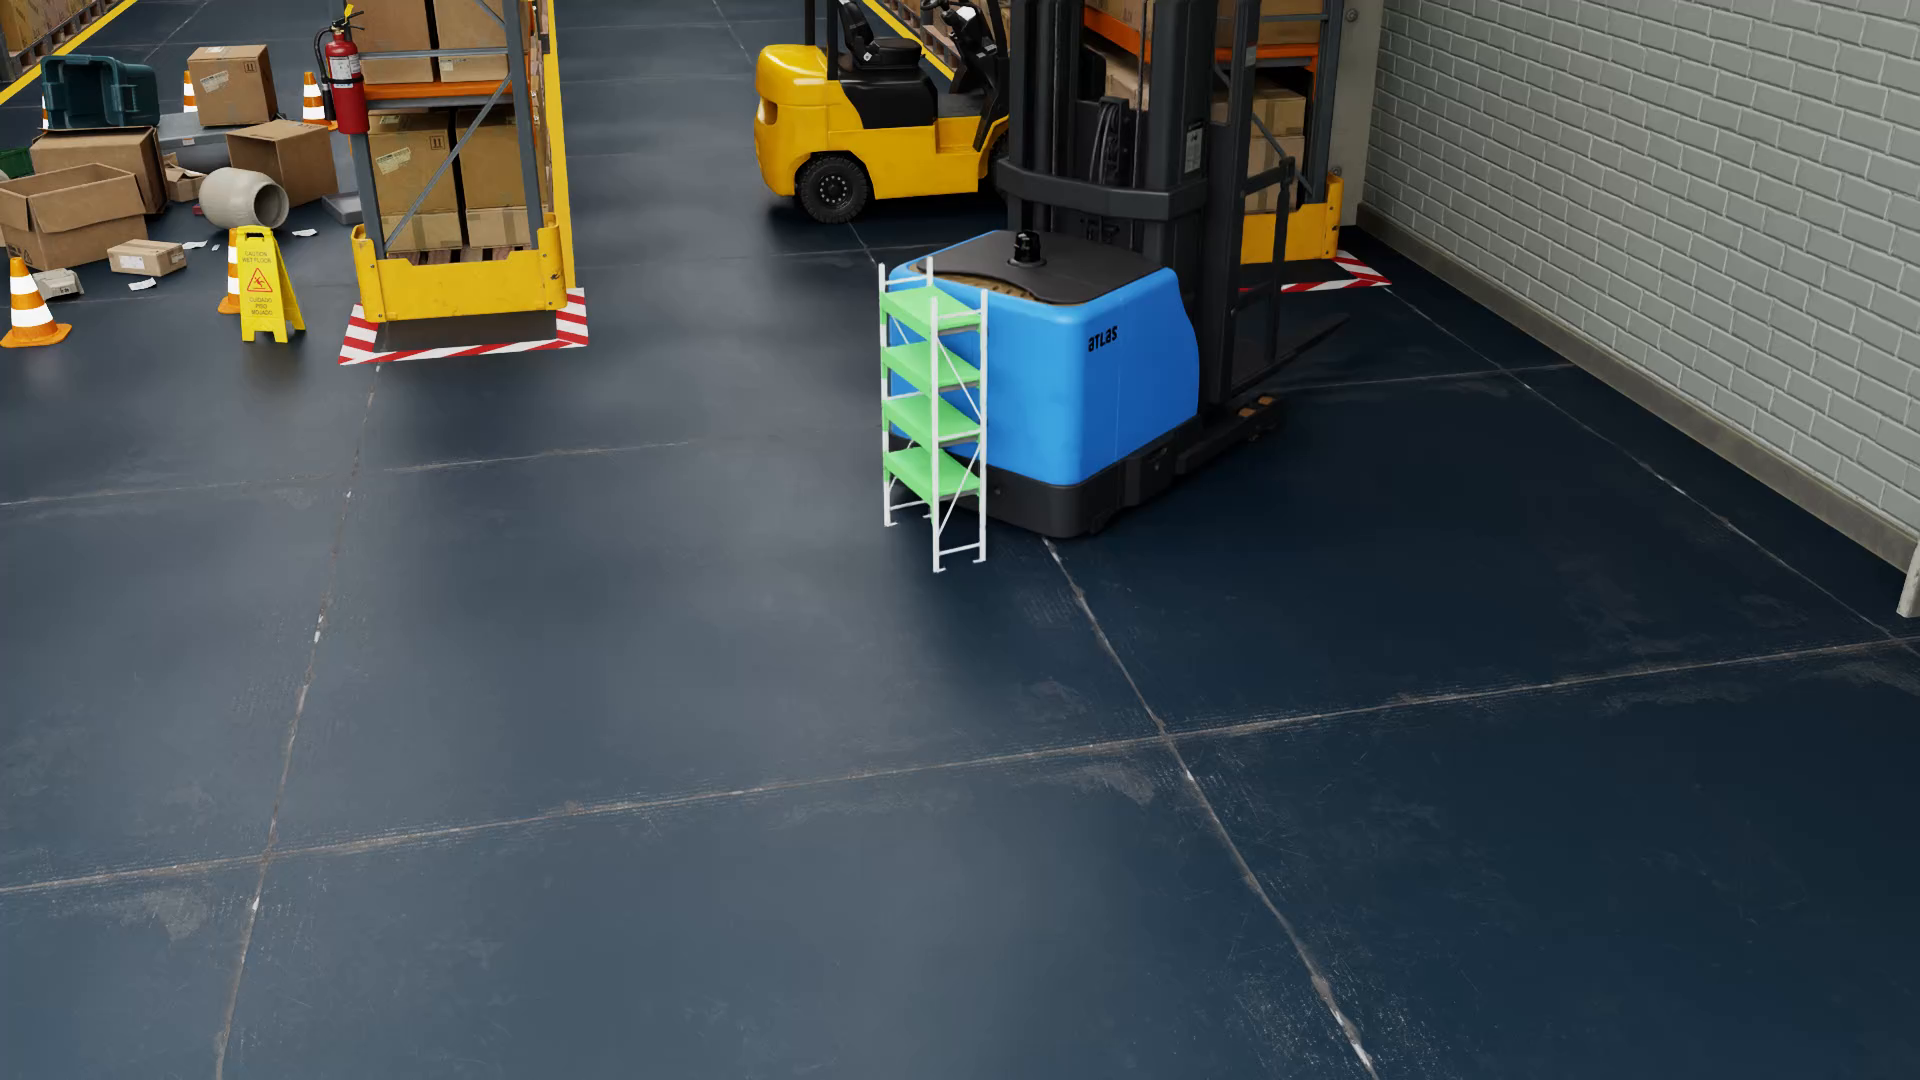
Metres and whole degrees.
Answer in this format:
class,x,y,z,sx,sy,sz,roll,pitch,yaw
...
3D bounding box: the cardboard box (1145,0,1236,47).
class,x,y,z,sx,sy,sz,roll,pitch,yaw
cardboard box,1.514,-3.454,10.652,0.500,0.500,0.500,-7,28,-13

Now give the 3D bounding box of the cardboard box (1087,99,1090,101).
class,x,y,z,sx,sy,sz,roll,pitch,yaw
cardboard box,1.228,-3.030,11.956,0.500,0.250,0.500,-7,28,-13

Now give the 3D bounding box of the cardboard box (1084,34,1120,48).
class,x,y,z,sx,sy,sz,roll,pitch,yaw
cardboard box,1.012,-3.695,12.717,0.500,0.250,0.500,-5,27,-10

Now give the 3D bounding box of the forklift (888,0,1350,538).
class,x,y,z,sx,sy,sz,roll,pitch,yaw
forklift,0.976,-1.916,7.793,1.130,2.935,3.031,19,33,33

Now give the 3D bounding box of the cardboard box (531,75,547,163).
class,x,y,z,sx,sy,sz,roll,pitch,yaw
cardboard box,-3.099,-2.851,11.323,0.500,0.500,0.500,-5,27,-11

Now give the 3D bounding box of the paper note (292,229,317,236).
class,x,y,z,sx,sy,sz,roll,pitch,yaw
paper note,-4.490,-2.112,11.400,0.142,0.019,0.148,-16,31,-29

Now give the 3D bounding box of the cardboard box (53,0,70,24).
class,x,y,z,sx,sy,sz,roll,pitch,yaw
cardboard box,-9.819,-5.756,17.633,0.500,0.500,0.500,-7,28,-13

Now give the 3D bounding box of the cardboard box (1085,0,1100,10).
class,x,y,z,sx,sy,sz,roll,pitch,yaw
cardboard box,1.167,-4.127,11.986,0.500,0.500,0.500,-6,27,-11

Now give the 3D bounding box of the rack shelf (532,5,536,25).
class,x,y,z,sx,sy,sz,roll,pitch,yaw
rack shelf,-4.306,-5.027,14.678,1.077,0.370,4.000,-6,27,-12

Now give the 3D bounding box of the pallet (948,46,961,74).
class,x,y,z,sx,sy,sz,roll,pitch,yaw
pallet,0.497,-4.587,16.103,1.003,0.211,1.213,-6,27,-12

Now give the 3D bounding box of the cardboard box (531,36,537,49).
class,x,y,z,sx,sy,sz,roll,pitch,yaw
cardboard box,-3.461,-3.532,12.672,0.500,0.500,0.500,-6,27,-12

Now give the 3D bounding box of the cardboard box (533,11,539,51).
class,x,y,z,sx,sy,sz,roll,pitch,yaw
cardboard box,-4.639,-4.991,16.260,0.950,0.372,0.625,-8,28,-15

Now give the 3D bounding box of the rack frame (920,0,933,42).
class,x,y,z,sx,sy,sz,roll,pitch,yaw
rack frame,0.078,-6.732,17.258,1.000,3.000,0.127,-6,27,-12

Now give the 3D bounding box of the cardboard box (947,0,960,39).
class,x,y,z,sx,sy,sz,roll,pitch,yaw
cardboard box,0.360,-5.298,16.586,0.875,0.625,0.625,-5,27,-10

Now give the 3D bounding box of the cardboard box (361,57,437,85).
class,x,y,z,sx,sy,sz,roll,pitch,yaw
cardboard box,-3.247,-2.744,9.637,0.380,0.149,0.250,-5,27,-10

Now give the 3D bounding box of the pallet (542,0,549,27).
class,x,y,z,sx,sy,sz,roll,pitch,yaw
pallet,-5.133,-5.869,18.644,1.003,0.211,1.213,-6,27,-12

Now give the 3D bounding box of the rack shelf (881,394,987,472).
class,x,y,z,sx,sy,sz,roll,pitch,yaw
rack shelf,-0.113,-0.465,6.981,0.258,0.148,0.480,-13,30,-24

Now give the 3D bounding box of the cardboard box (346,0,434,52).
class,x,y,z,sx,sy,sz,roll,pitch,yaw
cardboard box,-3.345,-3.102,9.625,0.500,0.500,0.500,-6,27,-13

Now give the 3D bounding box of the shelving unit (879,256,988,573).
class,x,y,z,sx,sy,sz,roll,pitch,yaw
shelving unit,-0.113,-0.522,6.952,0.258,1.200,0.503,-13,30,-24

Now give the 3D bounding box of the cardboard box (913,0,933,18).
class,x,y,z,sx,sy,sz,roll,pitch,yaw
cardboard box,-0.226,-5.967,18.051,0.500,0.500,0.500,-5,27,-10

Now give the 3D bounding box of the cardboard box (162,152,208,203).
class,x,y,z,sx,sy,sz,roll,pitch,yaw
cardboard box,-5.763,-2.674,12.253,0.396,0.266,0.258,19,32,32

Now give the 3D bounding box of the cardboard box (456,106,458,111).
class,x,y,z,sx,sy,sz,roll,pitch,yaw
cardboard box,-3.616,-2.785,11.192,0.500,0.500,0.500,-7,28,-13

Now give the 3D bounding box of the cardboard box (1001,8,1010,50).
class,x,y,z,sx,sy,sz,roll,pitch,yaw
cardboard box,0.851,-4.331,14.671,0.875,0.625,0.625,-5,27,-9

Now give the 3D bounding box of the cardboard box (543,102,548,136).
class,x,y,z,sx,sy,sz,roll,pitch,yaw
cardboard box,-3.460,-3.198,12.842,0.500,0.250,0.500,-5,27,-9

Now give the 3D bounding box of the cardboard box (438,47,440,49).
class,x,y,z,sx,sy,sz,roll,pitch,yaw
cardboard box,-2.900,-2.881,9.908,0.380,0.149,0.250,-6,27,-11

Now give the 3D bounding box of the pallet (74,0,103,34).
class,x,y,z,sx,sy,sz,roll,pitch,yaw
pallet,-10.281,-5.848,18.603,1.003,0.211,1.213,-6,27,-12

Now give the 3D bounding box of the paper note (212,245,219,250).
class,x,y,z,sx,sy,sz,roll,pitch,yaw
paper note,-4.974,-1.955,11.112,0.032,0.001,0.123,-6,27,-12

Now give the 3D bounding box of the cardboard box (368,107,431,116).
class,x,y,z,sx,sy,sz,roll,pitch,yaw
cardboard box,-3.537,-2.778,10.458,0.380,0.149,0.250,-5,27,-10

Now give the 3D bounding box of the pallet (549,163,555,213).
class,x,y,z,sx,sy,sz,roll,pitch,yaw
pallet,-3.391,-2.397,11.765,1.003,0.211,1.213,-6,27,-12

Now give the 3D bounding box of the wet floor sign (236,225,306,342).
class,x,y,z,sx,sy,sz,roll,pitch,yaw
wet floor sign,-3.954,-1.471,9.448,0.267,0.644,0.232,3,27,6

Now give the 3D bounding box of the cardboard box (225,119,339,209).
class,x,y,z,sx,sy,sz,roll,pitch,yaw
cardboard box,-4.940,-2.746,12.134,0.500,0.500,0.500,13,30,24

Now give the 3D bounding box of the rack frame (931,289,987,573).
class,x,y,z,sx,sy,sz,roll,pitch,yaw
rack frame,-0.002,-0.424,6.759,0.240,1.200,0.015,-13,30,-24

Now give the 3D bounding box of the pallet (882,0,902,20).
class,x,y,z,sx,sy,sz,roll,pitch,yaw
pallet,-0.325,-6.353,19.602,1.003,0.211,1.213,-6,27,-12

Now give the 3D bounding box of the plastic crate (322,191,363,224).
class,x,y,z,sx,sy,sz,roll,pitch,yaw
plastic crate,-4.300,-2.394,11.904,0.402,0.080,0.583,-16,31,-29

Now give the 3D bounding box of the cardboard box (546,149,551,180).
class,x,y,z,sx,sy,sz,roll,pitch,yaw
cardboard box,-3.109,-2.519,11.498,0.500,0.250,0.500,-4,27,-8

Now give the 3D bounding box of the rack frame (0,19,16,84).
class,x,y,z,sx,sy,sz,roll,pitch,yaw
rack frame,-9.557,-5.679,15.172,1.000,3.000,0.127,-6,27,-12

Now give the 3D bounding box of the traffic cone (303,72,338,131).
class,x,y,z,sx,sy,sz,roll,pitch,yaw
traffic cone,-5.499,-3.740,14.145,0.336,0.463,0.334,-6,27,-12

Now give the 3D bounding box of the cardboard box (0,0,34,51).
class,x,y,z,sx,sy,sz,roll,pitch,yaw
cardboard box,-9.468,-5.087,16.307,0.500,0.500,0.500,-7,28,-14

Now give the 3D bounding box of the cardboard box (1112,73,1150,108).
class,x,y,z,sx,sy,sz,roll,pitch,yaw
cardboard box,1.353,-3.020,11.380,0.500,0.250,0.500,-5,27,-11

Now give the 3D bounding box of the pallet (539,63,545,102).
class,x,y,z,sx,sy,sz,roll,pitch,yaw
pallet,-4.311,-4.103,15.145,1.003,0.211,1.213,-6,27,-12

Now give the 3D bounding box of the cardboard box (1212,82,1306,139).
class,x,y,z,sx,sy,sz,roll,pitch,yaw
cardboard box,1.957,-2.856,11.055,0.500,0.250,0.500,-6,27,-12

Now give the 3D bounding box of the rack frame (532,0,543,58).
class,x,y,z,sx,sy,sz,roll,pitch,yaw
rack frame,-4.757,-6.226,16.256,1.000,3.000,0.127,-6,27,-12

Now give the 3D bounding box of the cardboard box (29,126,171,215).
class,x,y,z,sx,sy,sz,roll,pitch,yaw
cardboard box,-6.035,-2.584,11.660,0.797,0.637,0.503,-6,27,-12
